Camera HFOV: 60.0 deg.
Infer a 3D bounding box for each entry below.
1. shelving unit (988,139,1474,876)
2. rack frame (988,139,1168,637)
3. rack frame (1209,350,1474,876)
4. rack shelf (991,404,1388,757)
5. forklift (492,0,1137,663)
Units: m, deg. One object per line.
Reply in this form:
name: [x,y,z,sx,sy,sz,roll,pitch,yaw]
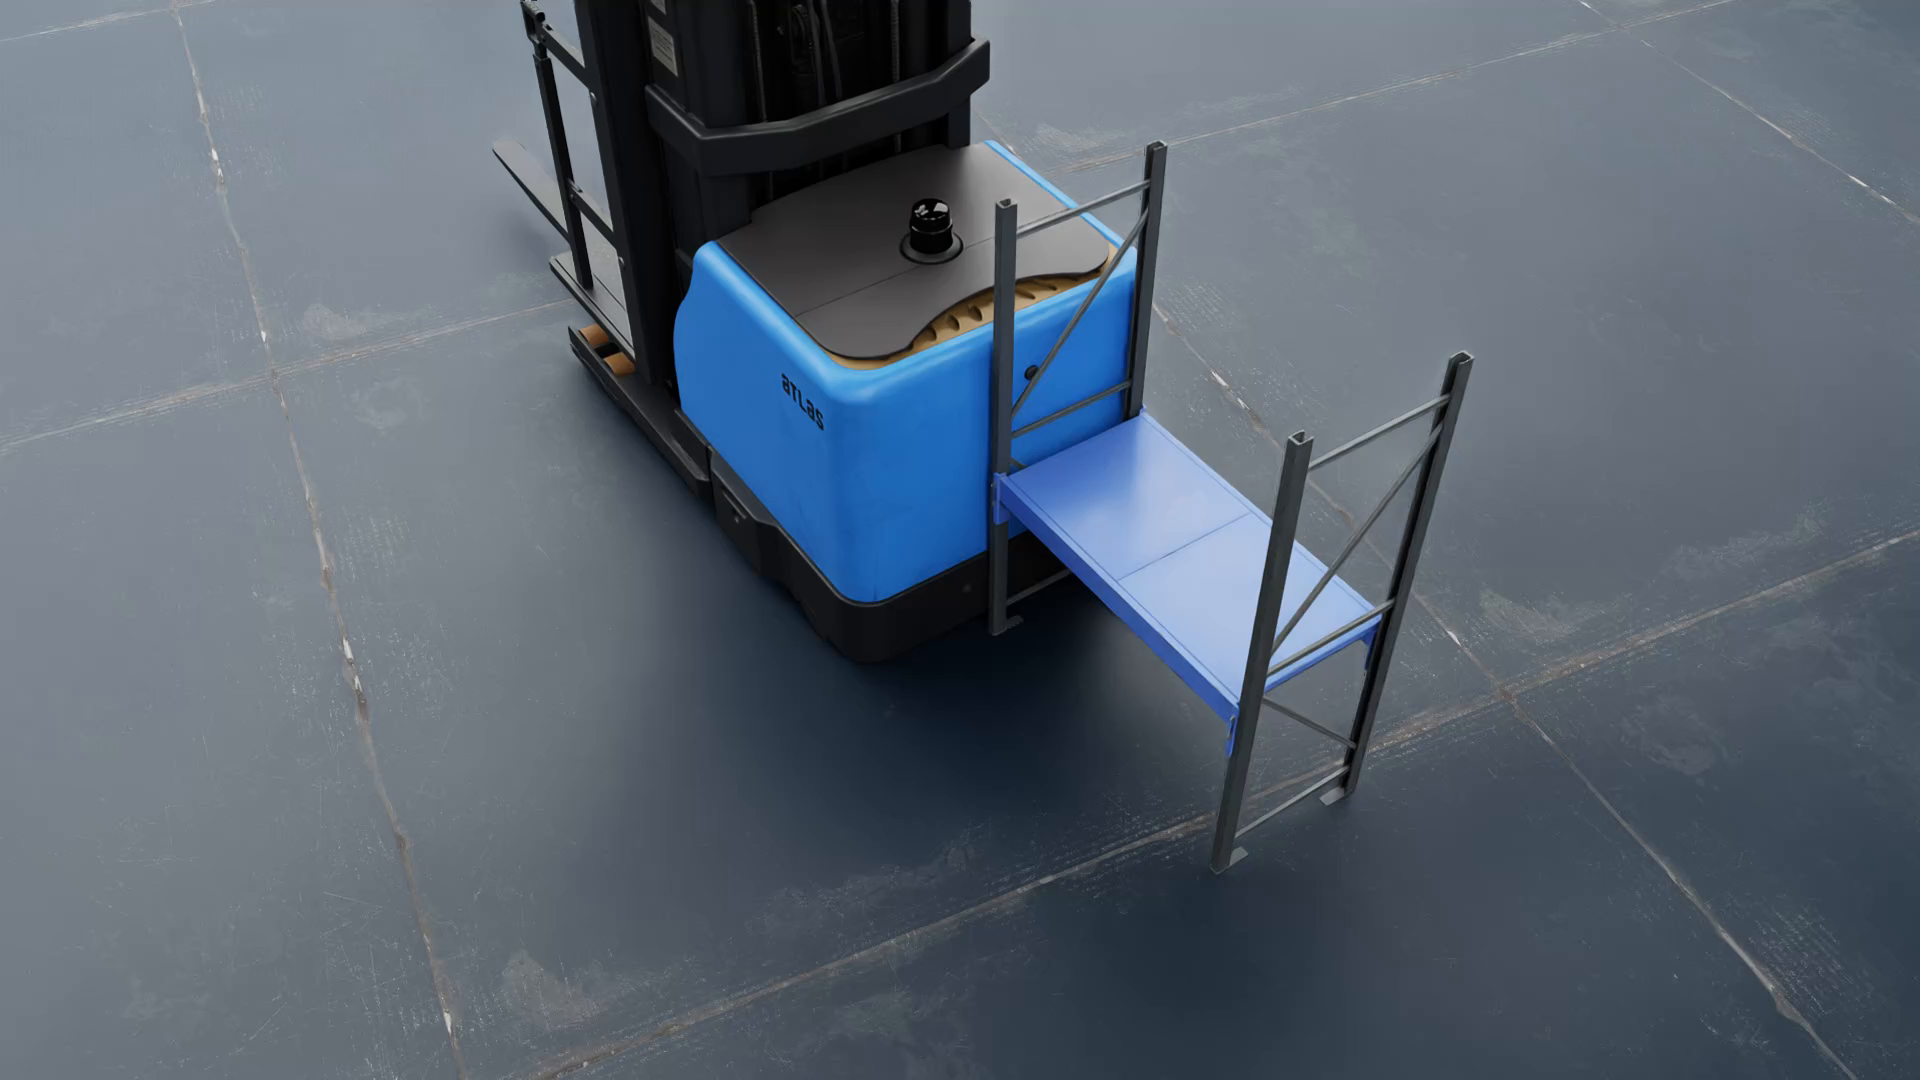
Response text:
shelving unit: [0.584,-0.057,4.240,0.538,1.500,1.048,-26,50,-24]
rack frame: [0.299,-0.352,4.539,0.500,1.500,0.032,-26,50,-24]
rack frame: [0.870,0.239,3.940,0.500,1.500,0.032,-26,50,-24]
rack shelf: [0.584,0.071,4.366,0.538,0.185,1.000,-26,50,-24]
forklift: [-0.705,-1.694,4.880,1.130,2.935,3.031,-26,50,-24]
